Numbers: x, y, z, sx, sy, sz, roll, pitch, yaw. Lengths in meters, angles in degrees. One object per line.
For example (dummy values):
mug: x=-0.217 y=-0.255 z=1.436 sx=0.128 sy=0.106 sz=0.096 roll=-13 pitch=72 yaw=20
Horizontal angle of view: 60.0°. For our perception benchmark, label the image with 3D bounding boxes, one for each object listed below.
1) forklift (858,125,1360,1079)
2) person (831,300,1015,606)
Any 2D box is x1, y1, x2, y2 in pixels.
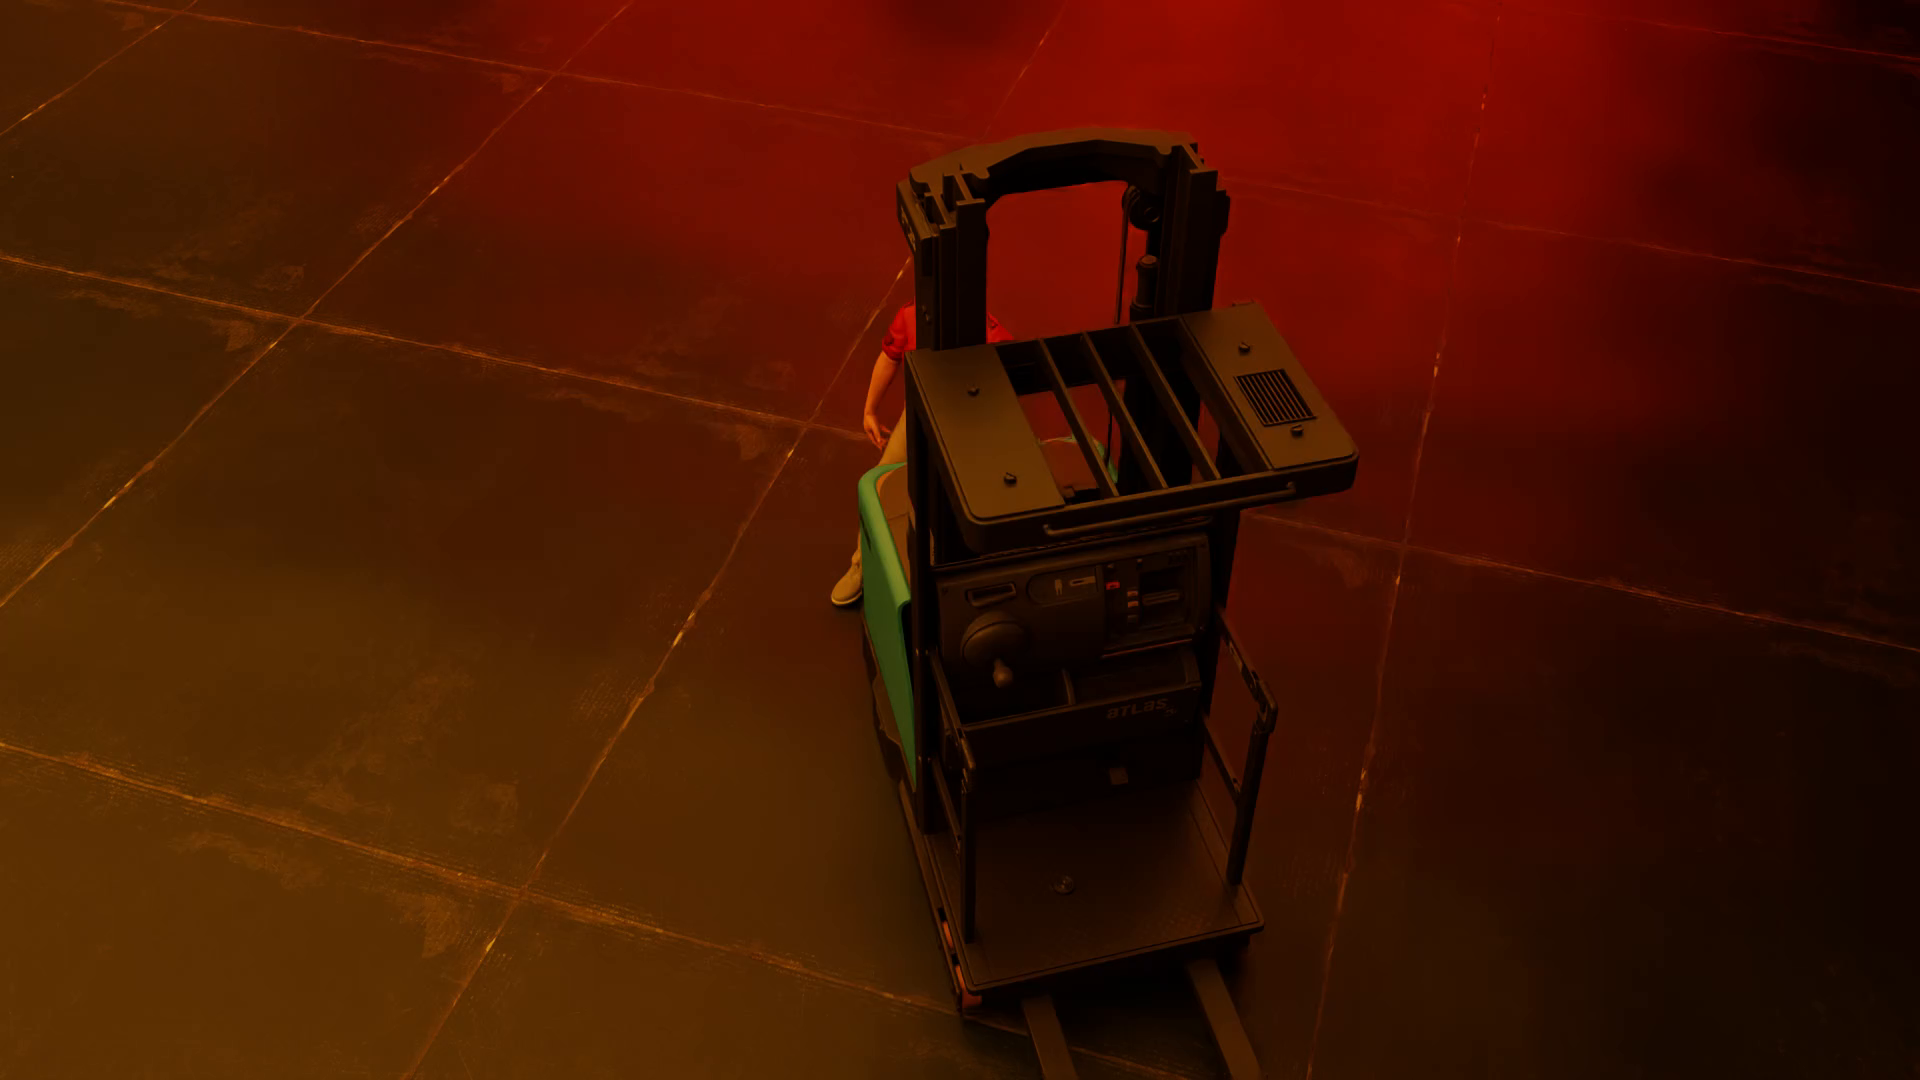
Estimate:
forklift: x=0.440 y=0.322 z=5.343 sx=1.130 sy=2.935 sz=3.031 roll=-10 pitch=44 yaw=-10
person: x=-0.159 y=-0.392 z=7.029 sx=0.695 sy=1.686 sz=0.679 roll=25 pitch=48 yaw=24
